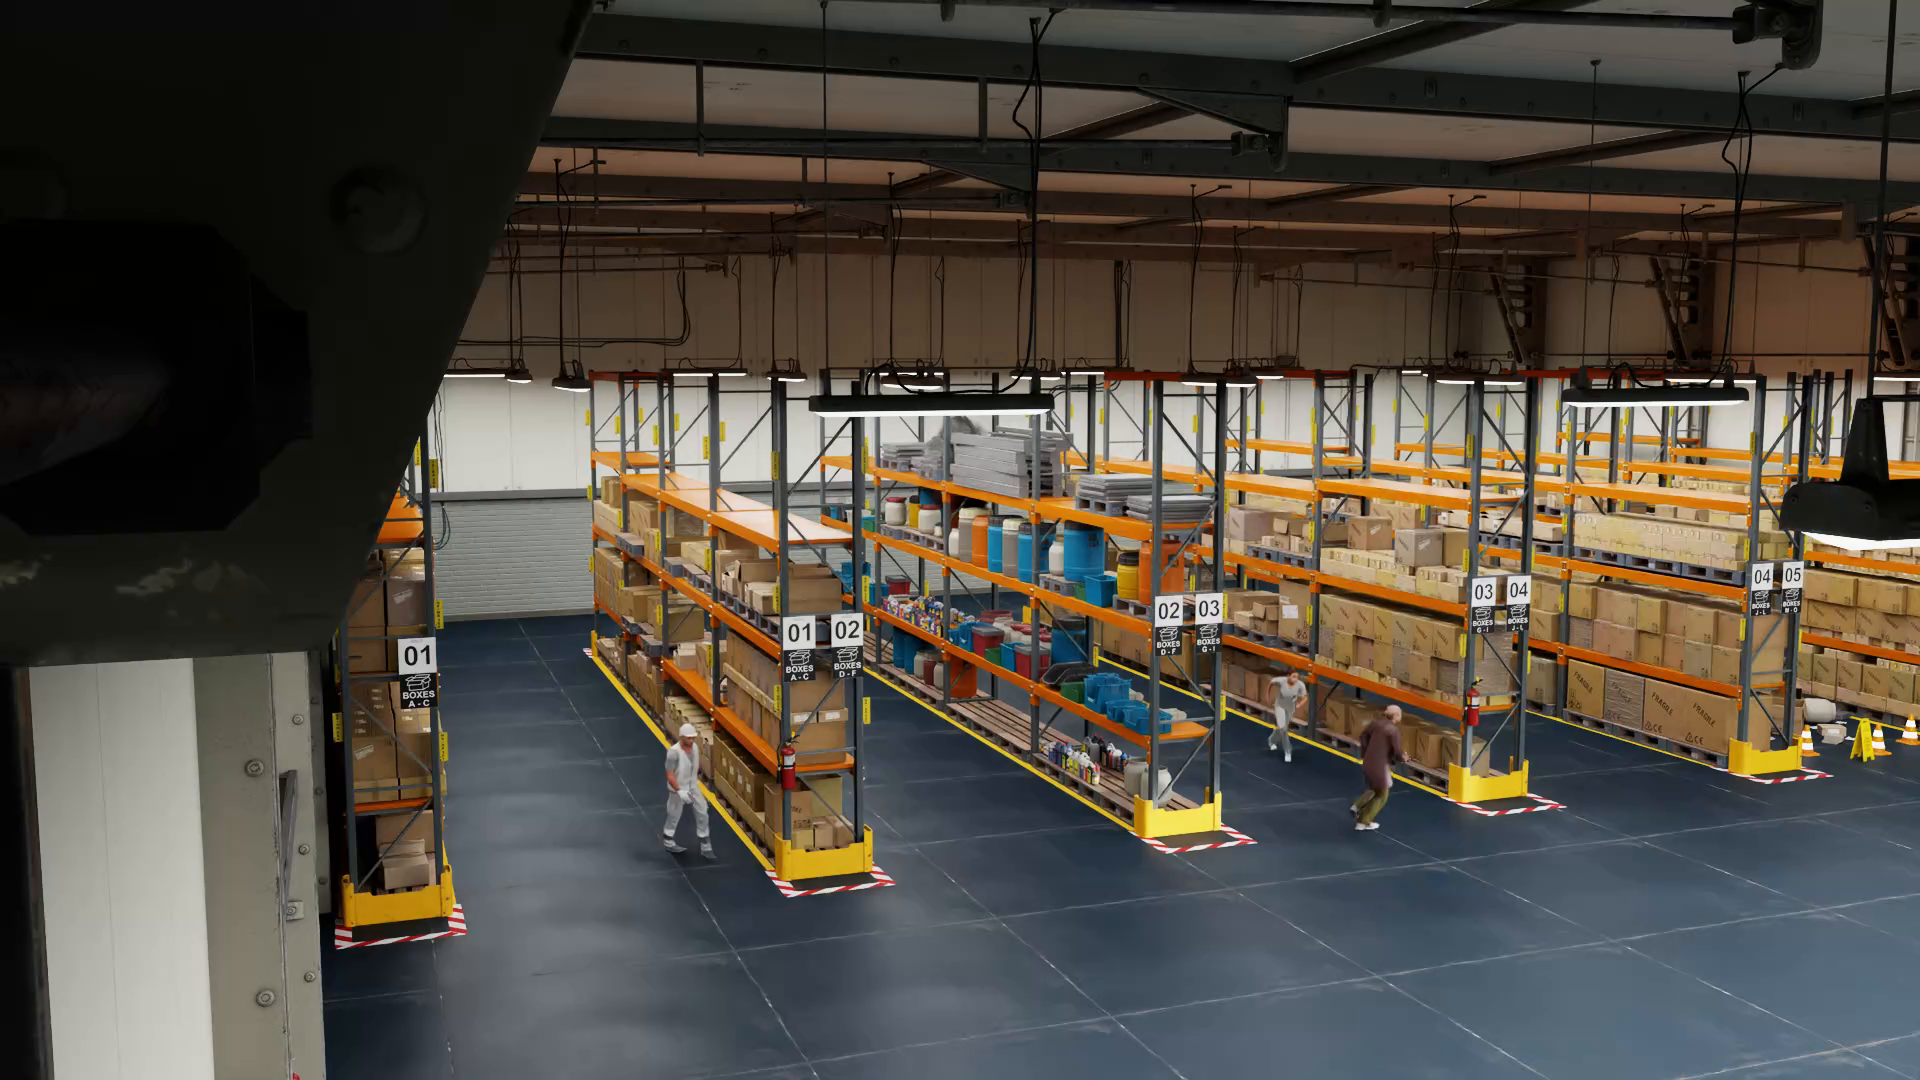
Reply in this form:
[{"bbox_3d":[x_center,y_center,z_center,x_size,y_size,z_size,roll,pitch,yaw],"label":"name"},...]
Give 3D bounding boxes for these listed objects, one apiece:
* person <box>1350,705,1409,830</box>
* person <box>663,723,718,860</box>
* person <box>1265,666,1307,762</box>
[{"bbox_3d":[5.628,3.032,22.228,0.817,1.670,0.687,-2,7,-17],"label":"person"},{"bbox_3d":[-3.477,3.174,20.897,0.615,1.833,0.760,-6,9,-45],"label":"person"},{"bbox_3d":[5.098,2.660,26.092,0.580,1.499,1.058,0,6,-4],"label":"person"}]
